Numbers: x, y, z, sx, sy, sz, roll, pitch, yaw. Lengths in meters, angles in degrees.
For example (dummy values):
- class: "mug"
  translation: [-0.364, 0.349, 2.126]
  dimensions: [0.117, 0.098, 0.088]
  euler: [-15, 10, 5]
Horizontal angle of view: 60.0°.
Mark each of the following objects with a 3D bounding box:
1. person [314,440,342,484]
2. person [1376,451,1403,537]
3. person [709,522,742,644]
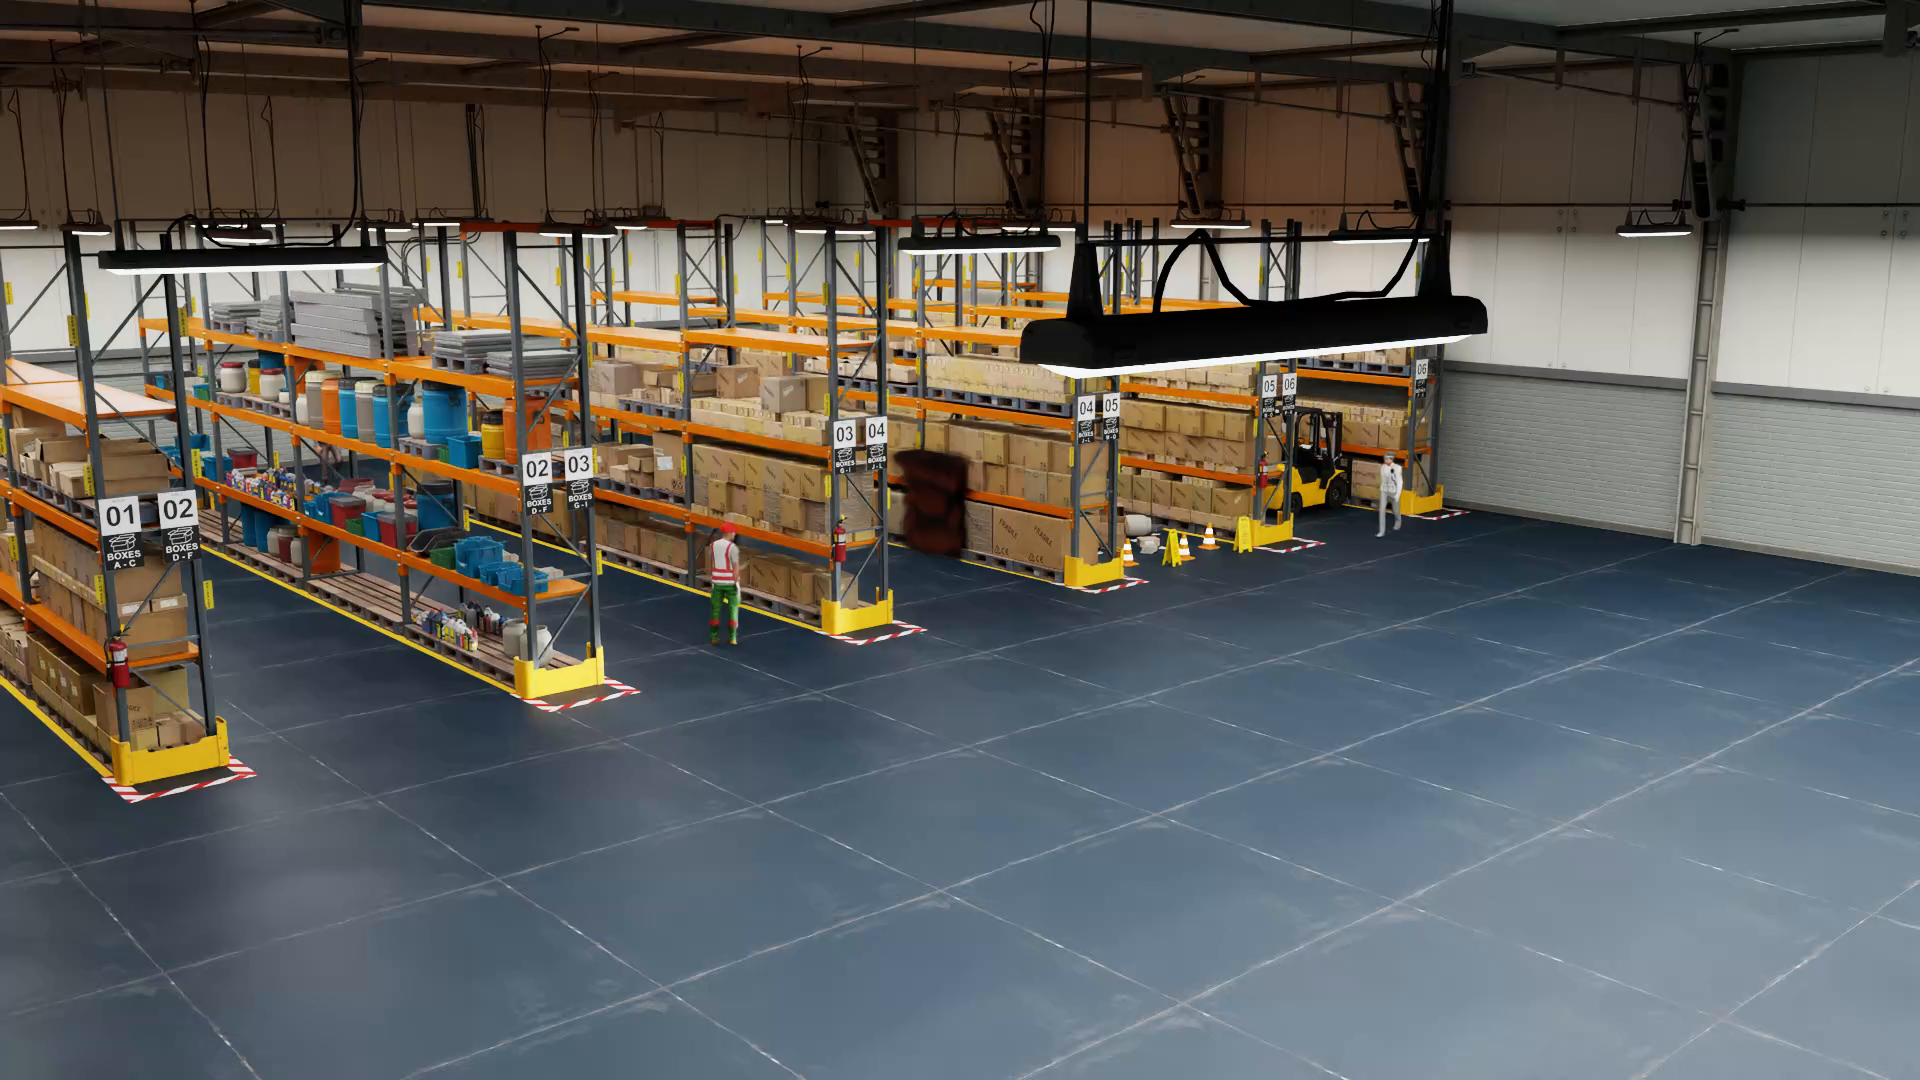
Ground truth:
- class: "person"
  translation: [-14.558, -2.167, 38.316]
  dimensions: [0.610, 1.712, 0.525]
  euler: [-9, 14, -36]
- class: "person"
  translation: [8.353, -0.914, 32.211]
  dimensions: [0.451, 1.635, 0.882]
  euler: [6, 13, 27]
- class: "person"
  translation: [-3.413, 0.620, 24.244]
  dimensions: [0.566, 1.794, 0.389]
  euler: [3, 12, 16]
